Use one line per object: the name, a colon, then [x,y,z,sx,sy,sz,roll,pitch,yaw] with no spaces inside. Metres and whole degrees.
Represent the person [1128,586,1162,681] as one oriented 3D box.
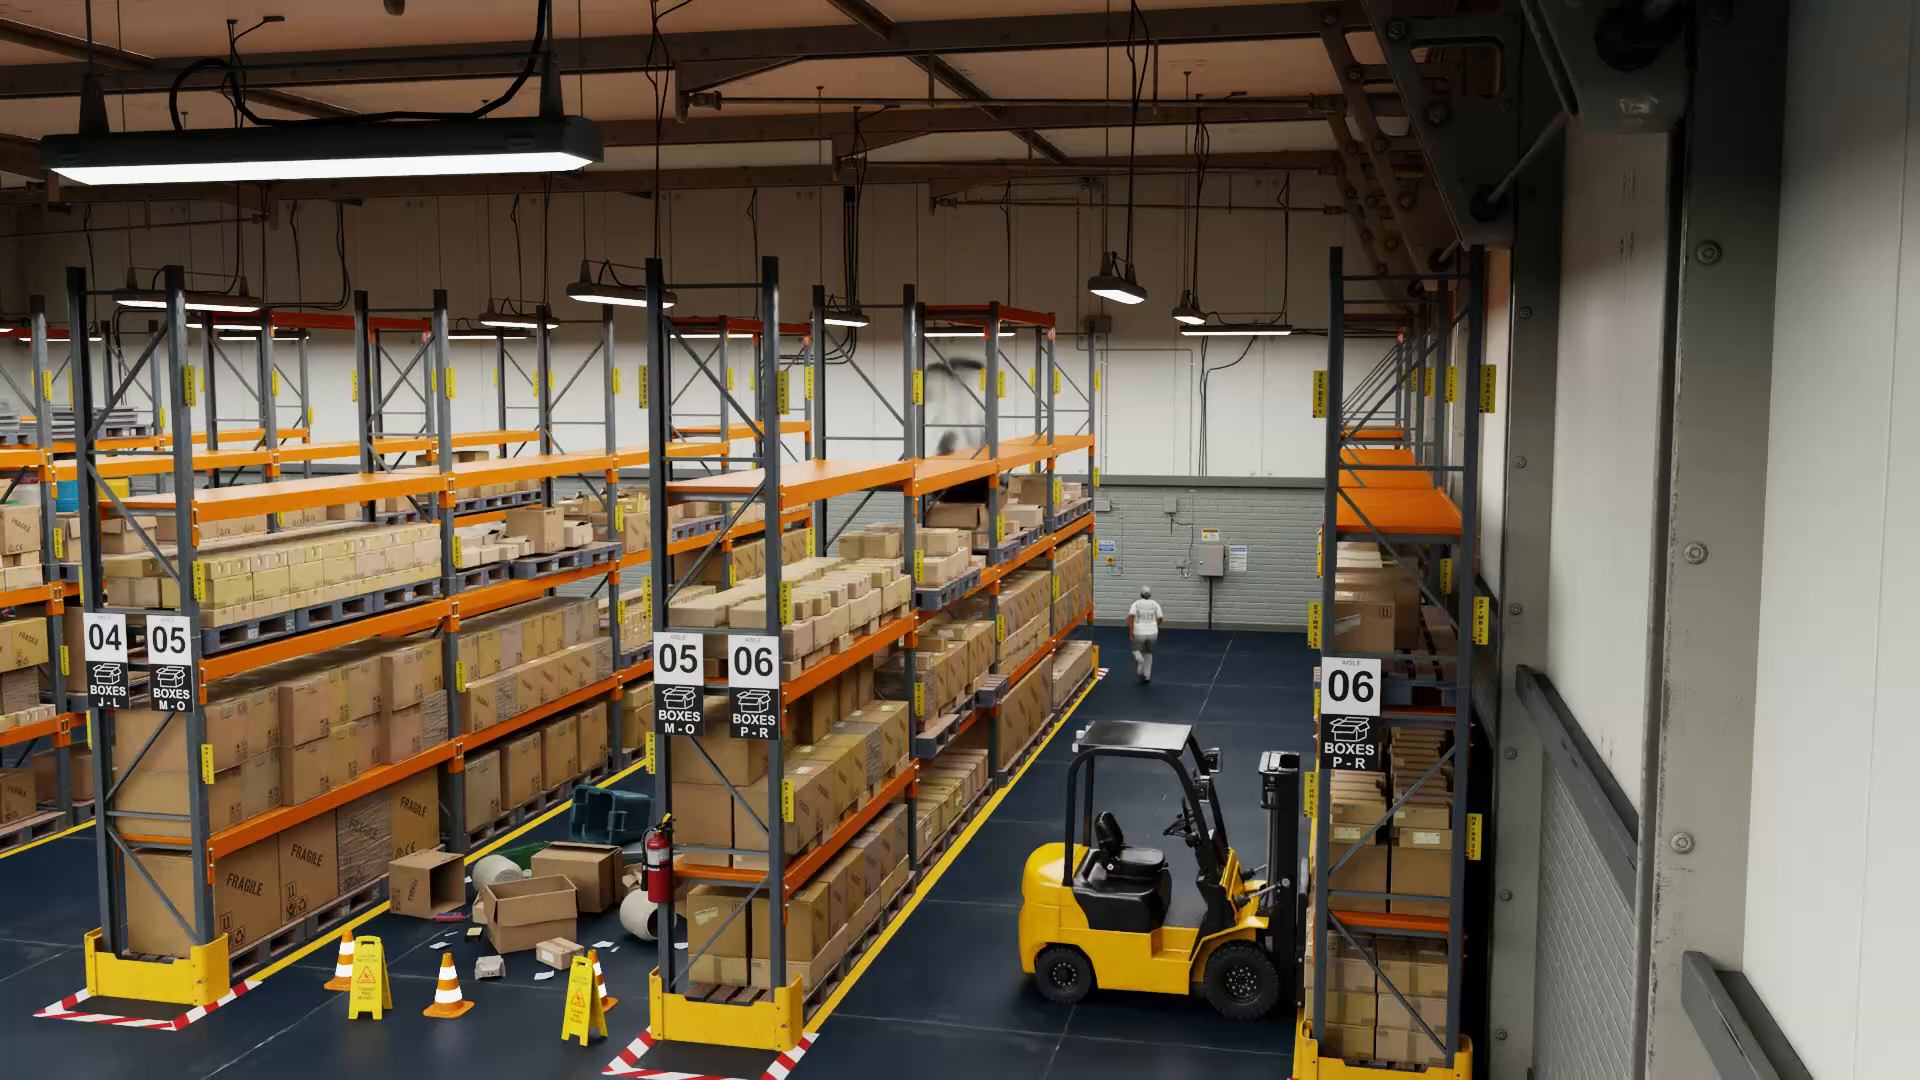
person: [3.081,1.565,27.814,0.598,1.598,0.575,0,6,-3]
